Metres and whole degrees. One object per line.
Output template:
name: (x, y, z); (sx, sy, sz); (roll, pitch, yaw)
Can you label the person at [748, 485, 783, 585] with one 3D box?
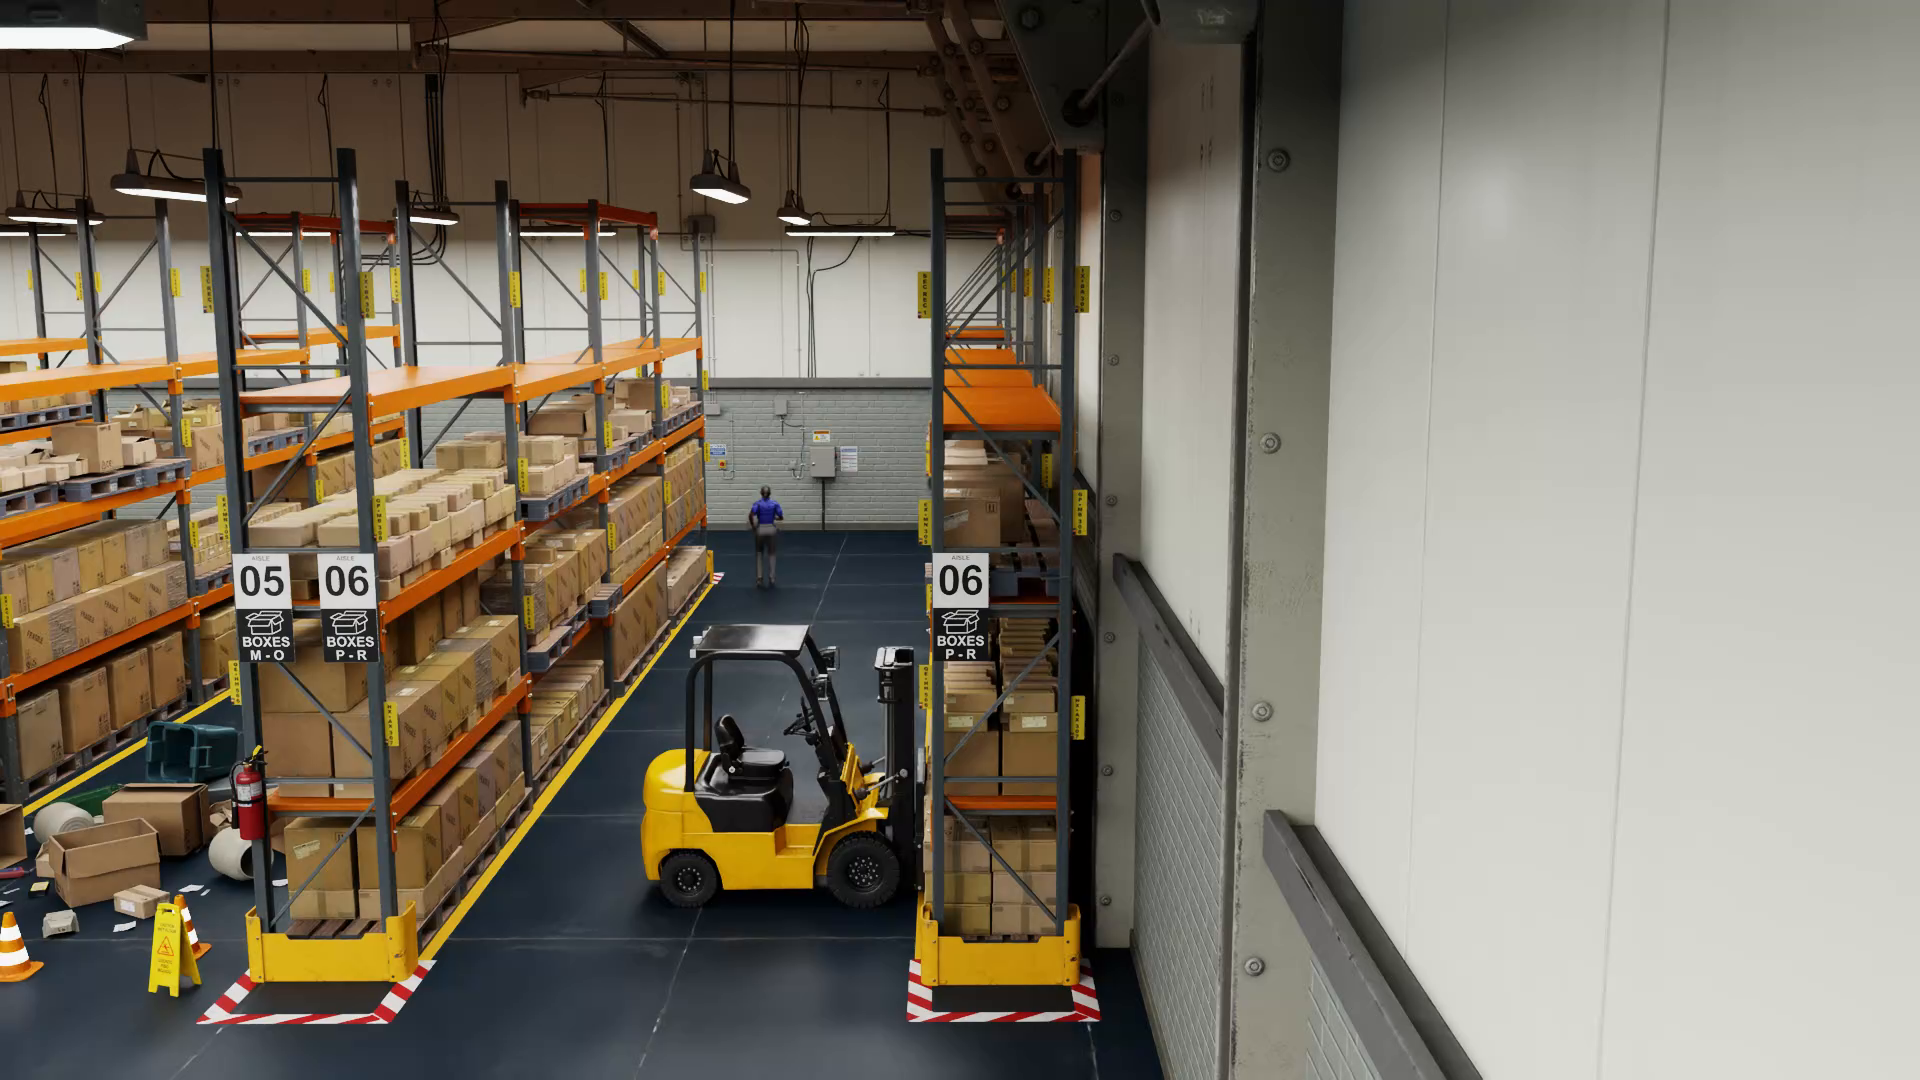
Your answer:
person: (-3.217, -0.046, 27.599); (0.583, 1.732, 0.676); (-1, 9, -8)
